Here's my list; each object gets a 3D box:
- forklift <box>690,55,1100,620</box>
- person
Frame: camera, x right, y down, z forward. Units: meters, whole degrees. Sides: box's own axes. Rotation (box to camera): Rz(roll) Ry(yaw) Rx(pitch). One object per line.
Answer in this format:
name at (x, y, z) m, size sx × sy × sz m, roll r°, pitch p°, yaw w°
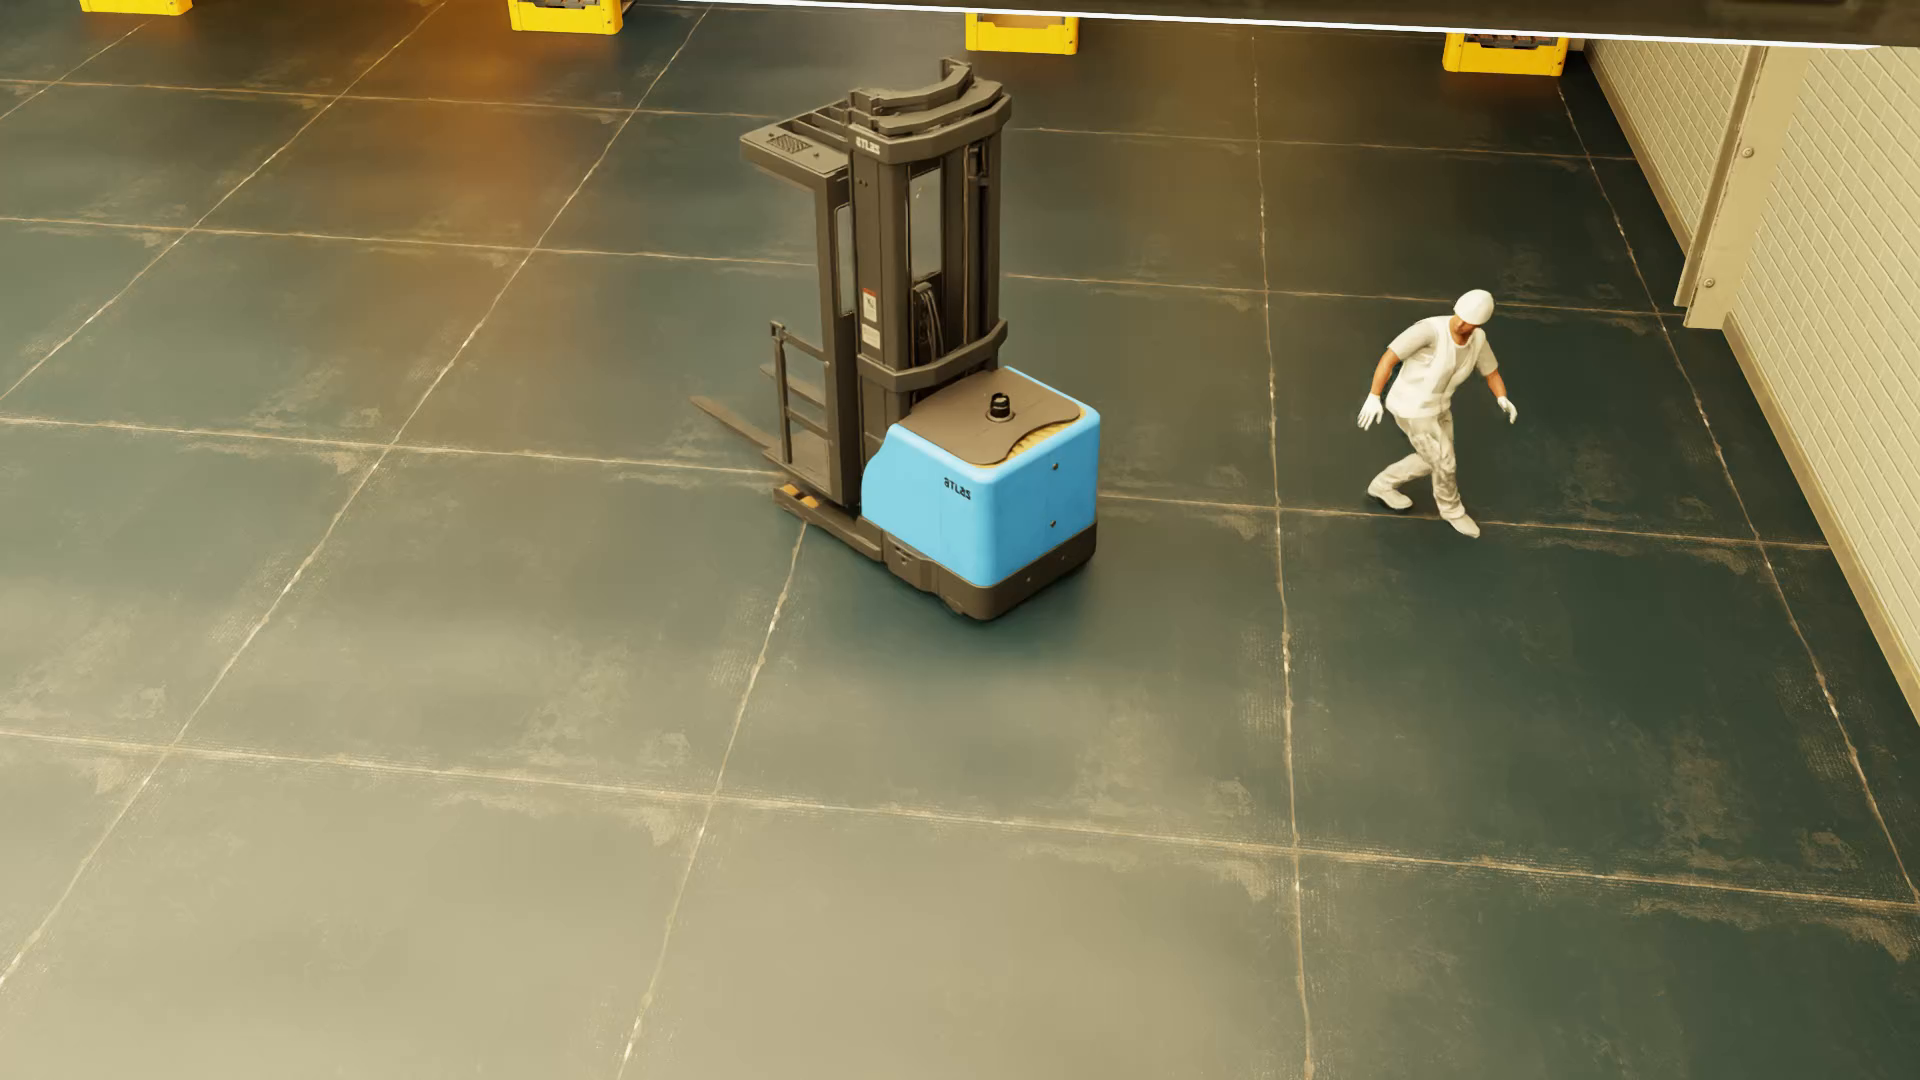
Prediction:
forklift at (-0.558, -1.482, 10.041) m, size 1.130 × 2.935 × 3.031 m, roll -31°, pitch 46°, yaw -35°
person at (2.934, -0.745, 10.150) m, size 0.841 × 1.646 × 0.841 m, roll -30°, pitch 46°, yaw -34°
